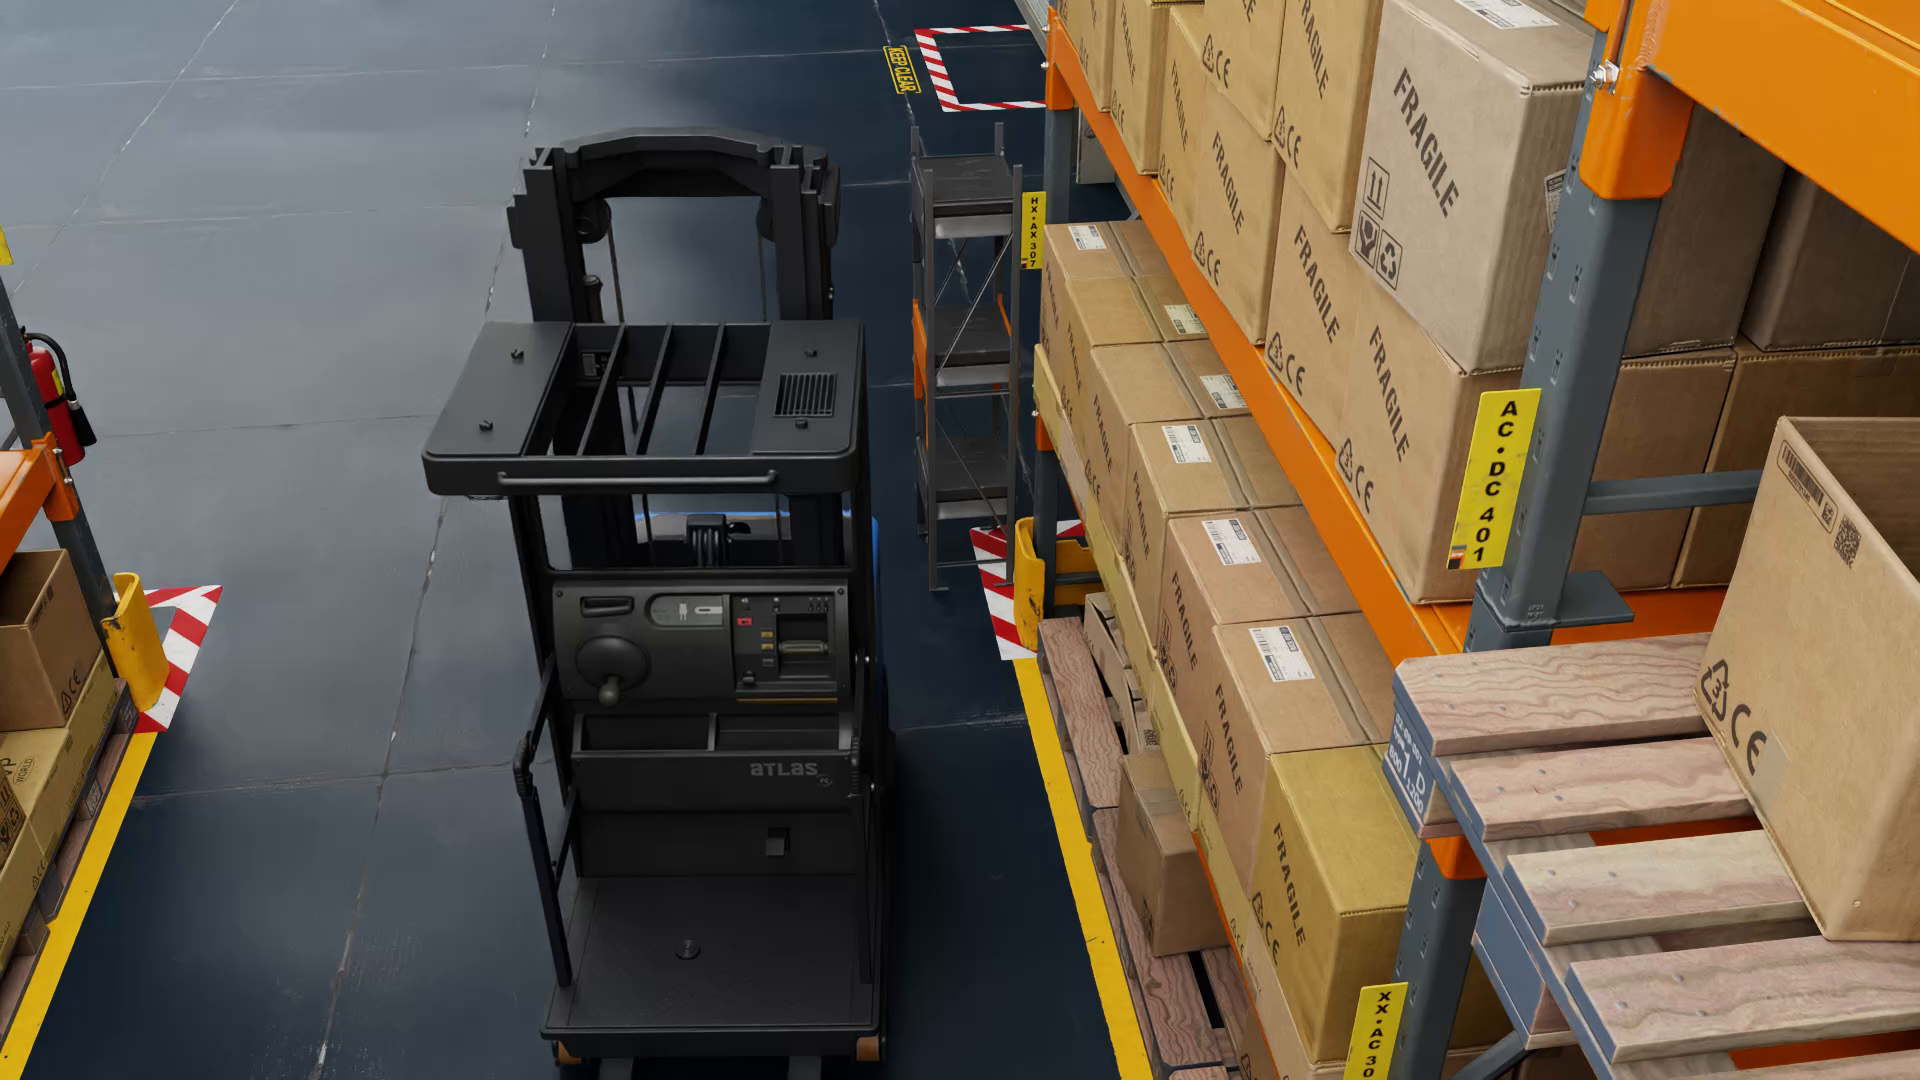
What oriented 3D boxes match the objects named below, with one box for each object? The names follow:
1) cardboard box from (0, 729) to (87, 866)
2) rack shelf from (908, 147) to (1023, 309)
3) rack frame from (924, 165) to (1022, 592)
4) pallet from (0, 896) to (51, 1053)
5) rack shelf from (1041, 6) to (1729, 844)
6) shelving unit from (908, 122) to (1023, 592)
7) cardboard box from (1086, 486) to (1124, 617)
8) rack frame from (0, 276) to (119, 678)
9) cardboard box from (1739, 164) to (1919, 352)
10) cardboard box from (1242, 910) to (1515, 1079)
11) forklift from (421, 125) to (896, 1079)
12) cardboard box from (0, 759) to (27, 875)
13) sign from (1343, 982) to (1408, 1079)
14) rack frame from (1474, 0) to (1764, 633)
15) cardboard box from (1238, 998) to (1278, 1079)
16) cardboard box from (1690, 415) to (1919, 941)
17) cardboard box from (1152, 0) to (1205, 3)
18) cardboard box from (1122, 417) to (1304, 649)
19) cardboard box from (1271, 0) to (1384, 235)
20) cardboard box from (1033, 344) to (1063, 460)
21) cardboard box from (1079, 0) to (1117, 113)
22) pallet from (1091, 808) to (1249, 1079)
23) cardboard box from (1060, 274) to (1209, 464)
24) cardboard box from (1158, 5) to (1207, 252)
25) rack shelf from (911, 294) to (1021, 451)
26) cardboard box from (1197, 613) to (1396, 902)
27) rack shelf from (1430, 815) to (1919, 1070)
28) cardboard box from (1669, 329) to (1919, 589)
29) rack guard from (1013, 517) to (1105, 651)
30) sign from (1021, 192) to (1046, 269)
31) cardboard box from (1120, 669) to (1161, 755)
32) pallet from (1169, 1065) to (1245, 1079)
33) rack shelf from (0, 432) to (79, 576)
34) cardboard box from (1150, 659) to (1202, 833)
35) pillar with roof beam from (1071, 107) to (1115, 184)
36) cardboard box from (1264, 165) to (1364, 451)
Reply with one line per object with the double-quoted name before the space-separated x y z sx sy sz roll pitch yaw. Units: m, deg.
"cardboard box" -3.631 0.980 6.217 0.500 0.250 0.500 -4 35 -6
"rack shelf" 0.022 -1.343 7.137 0.431 0.518 0.480 -4 35 -6
"rack frame" 0.055 -0.639 7.323 0.400 2.100 0.015 -4 35 -6
"pallet" -3.770 1.718 5.542 1.003 0.211 1.213 -4 35 -6
"rack shelf" 1.102 -0.741 4.649 1.077 0.370 4.000 -4 35 -6
"shelving unit" 0.022 -0.775 7.523 0.431 2.100 0.503 -4 35 -6
"cardboard box" 0.731 0.009 5.689 0.500 0.250 0.500 -5 35 -7
"rack frame" -4.075 -0.537 6.375 1.000 3.000 0.127 -4 35 -6
"cardboard box" 1.588 -0.680 2.926 0.500 0.500 0.500 -4 34 -5
"cardboard box" 1.007 1.130 4.044 0.500 0.250 0.500 -4 35 -6
"forklift" -0.809 0.386 5.082 1.130 2.935 3.031 0 34 -1
"cardboard box" -3.559 0.949 5.597 0.500 0.500 0.500 -4 35 -6
"sign" 0.834 1.005 3.343 0.100 0.325 0.005 -4 35 -6
"rack frame" 1.371 -1.162 1.964 1.000 3.000 0.127 -4 35 -6
"cardboard box" 1.192 1.592 5.079 0.500 0.500 0.500 -7 35 -10
"cardboard box" 1.365 0.174 2.205 0.500 0.500 0.500 0 34 0
"cardboard box" 0.742 -1.815 4.591 0.500 0.500 0.500 -3 34 -5
"cardboard box" 0.800 -0.029 5.079 0.500 0.500 0.500 -3 34 -5
"cardboard box" 0.950 -0.951 3.323 0.500 0.500 0.500 -3 34 -4
"cardboard box" 0.584 -0.565 6.530 0.500 0.250 0.500 -5 35 -8
"cardboard box" 0.667 -1.696 5.305 0.500 0.500 0.500 -2 34 -3
"pallet" 1.078 1.415 5.986 1.003 0.211 1.213 -4 35 -6
"cardboard box" 0.656 -0.605 5.924 0.500 0.500 0.500 -4 35 -6
"cardboard box" 0.834 -1.109 4.444 0.500 0.500 0.500 -2 34 -3
"rack shelf" 0.022 -0.764 7.531 0.431 0.518 0.480 -4 35 -6
"cardboard box" 0.928 0.543 4.239 0.500 0.500 0.500 -5 35 -7
"rack shelf" 1.640 1.491 1.373 1.077 0.370 4.000 -4 35 -6
"cardboard box" 1.555 -0.264 3.204 0.500 0.500 0.500 -3 34 -5
"rack guard" 0.843 0.161 7.570 1.175 0.500 0.348 -4 35 -6
"sign" 0.295 -1.231 6.624 0.100 0.325 0.005 -4 35 -6
"cardboard box" 0.914 0.726 6.518 0.500 0.311 0.500 -2 34 -2
"pallet" 1.246 2.098 4.984 1.003 0.211 1.213 -4 35 -6
"rack shelf" -3.806 0.876 4.940 1.077 0.370 4.000 -4 35 -6
"cardboard box" 0.865 0.572 4.863 0.500 0.250 0.500 -5 35 -7
"pillar with roof beam" -3.288 -6.091 9.197 9.100 9.000 0.400 -4 35 -6
"cardboard box" 1.003 -0.518 3.576 0.500 0.500 0.500 -7 35 -10
